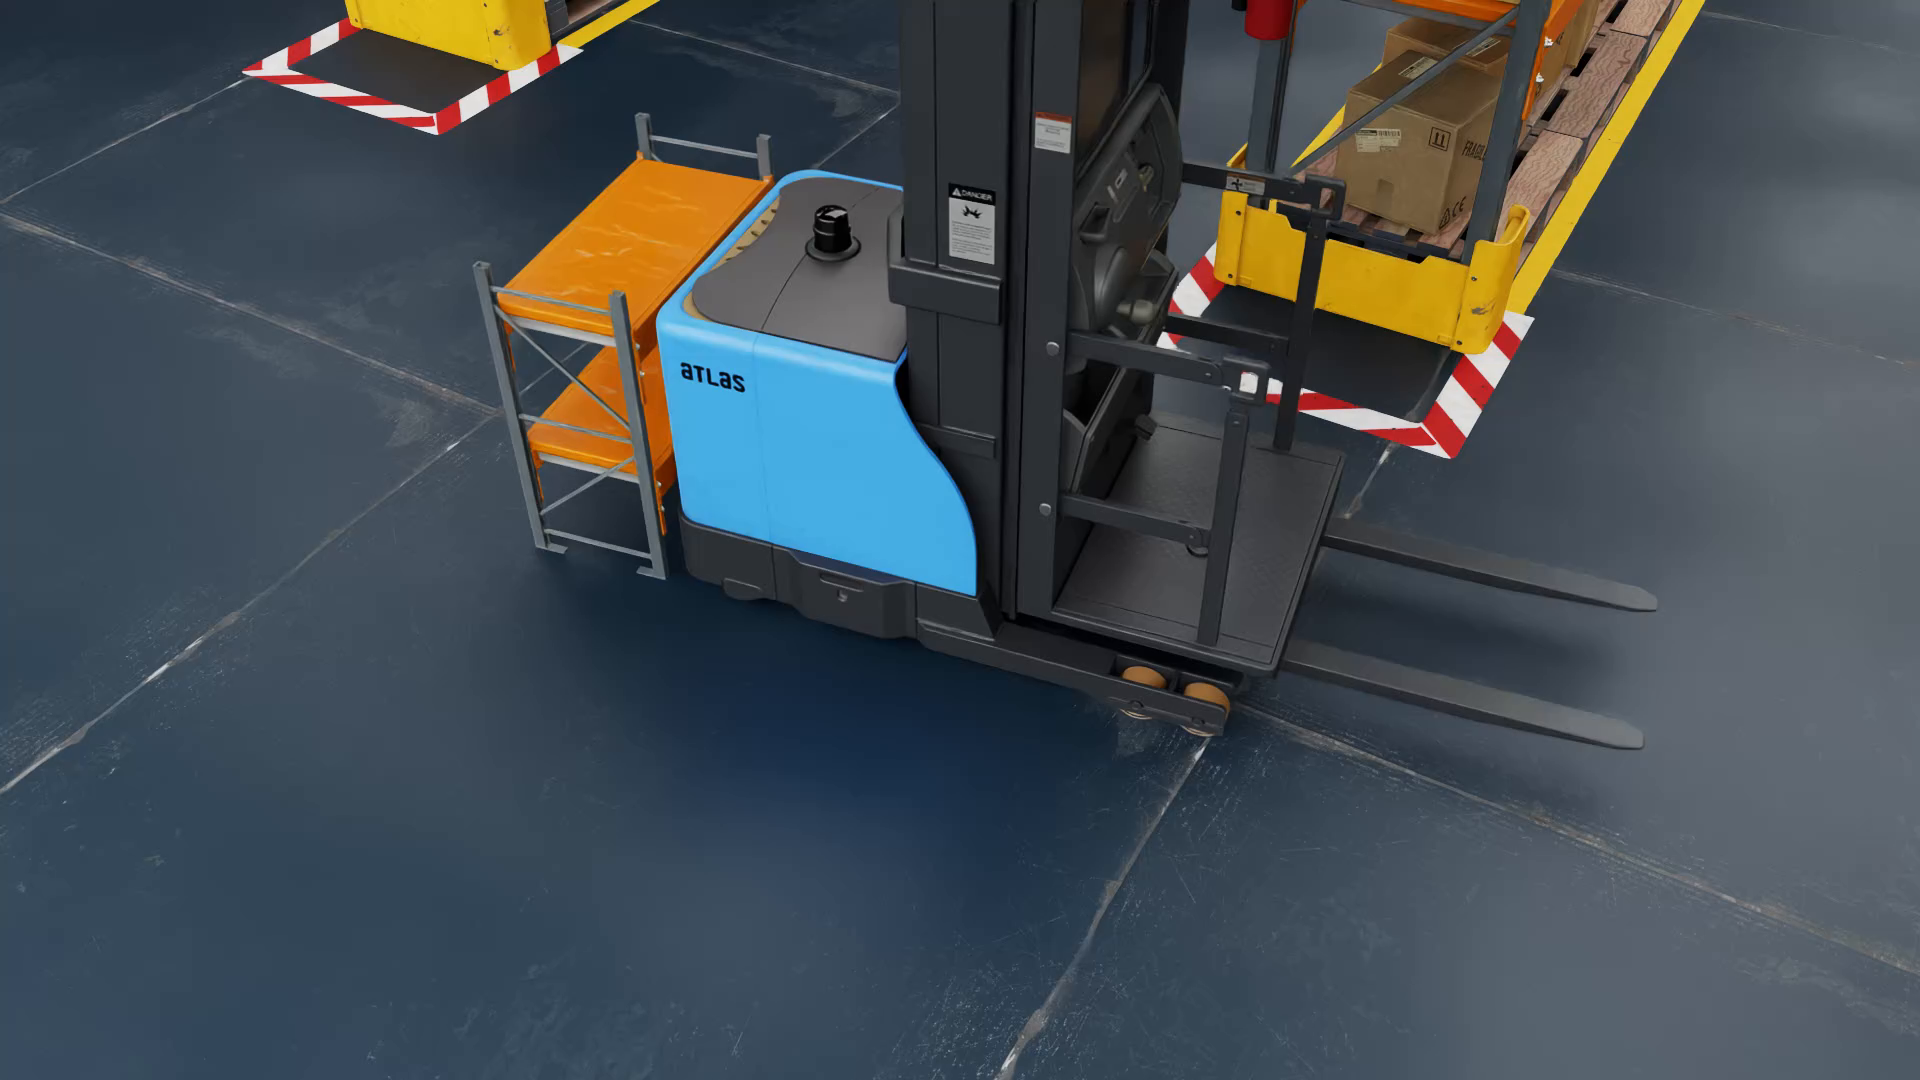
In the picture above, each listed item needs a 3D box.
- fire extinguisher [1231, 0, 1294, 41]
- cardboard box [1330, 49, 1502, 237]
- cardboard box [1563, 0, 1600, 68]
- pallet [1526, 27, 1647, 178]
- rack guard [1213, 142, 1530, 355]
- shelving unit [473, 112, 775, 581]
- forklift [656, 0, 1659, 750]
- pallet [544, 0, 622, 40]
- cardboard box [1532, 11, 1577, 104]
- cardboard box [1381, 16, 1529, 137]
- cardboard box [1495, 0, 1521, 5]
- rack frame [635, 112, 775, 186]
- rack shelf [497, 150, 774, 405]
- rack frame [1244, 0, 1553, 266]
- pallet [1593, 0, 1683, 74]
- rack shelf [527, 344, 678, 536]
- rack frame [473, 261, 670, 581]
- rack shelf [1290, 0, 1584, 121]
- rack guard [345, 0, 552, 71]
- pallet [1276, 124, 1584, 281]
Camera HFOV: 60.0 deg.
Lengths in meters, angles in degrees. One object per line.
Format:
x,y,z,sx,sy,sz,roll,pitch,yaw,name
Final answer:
1.143,-2.150,5.980,0.296,0.674,0.183,21,45,22,fire extinguisher
1.926,-1.663,6.942,0.500,0.500,0.500,30,49,29,cardboard box
2.843,-2.673,8.089,0.500,0.500,0.500,17,44,18,cardboard box
2.686,-2.237,8.131,1.003,0.211,1.213,21,45,22,pallet
1.637,-1.197,6.731,1.175,0.500,0.348,21,45,22,rack guard
-1.047,-0.668,5.657,0.538,1.125,1.048,13,43,15,shelving unit
0.654,-0.902,4.556,3.031,2.935,1.130,14,43,16,forklift
-2.280,-3.205,9.230,1.003,0.211,1.213,21,45,22,pallet
2.525,-2.368,7.743,0.500,0.500,0.500,25,47,26,cardboard box
2.196,-2.016,7.344,0.500,0.500,0.500,-33,51,-32,cardboard box
1.948,-2.082,6.034,0.380,0.149,0.250,21,45,22,cardboard box
-0.875,-0.984,6.016,0.500,1.125,0.032,13,43,15,rack frame
-1.047,-0.887,5.463,0.538,0.278,1.000,13,43,15,rack shelf
1.599,-2.092,5.856,1.000,3.000,0.127,21,45,22,rack frame
3.295,-2.938,8.926,1.003,0.211,1.213,21,45,22,pallet
-1.047,-0.484,5.818,0.538,0.278,1.000,13,43,15,rack shelf
-1.220,-0.352,5.298,0.500,1.125,0.032,13,43,15,rack frame
2.600,-2.966,7.393,1.077,0.370,4.000,21,45,22,rack shelf
-2.692,-2.851,8.609,1.175,0.500,0.348,21,45,22,rack guard
2.074,-1.542,7.341,1.003,0.211,1.213,21,45,22,pallet
